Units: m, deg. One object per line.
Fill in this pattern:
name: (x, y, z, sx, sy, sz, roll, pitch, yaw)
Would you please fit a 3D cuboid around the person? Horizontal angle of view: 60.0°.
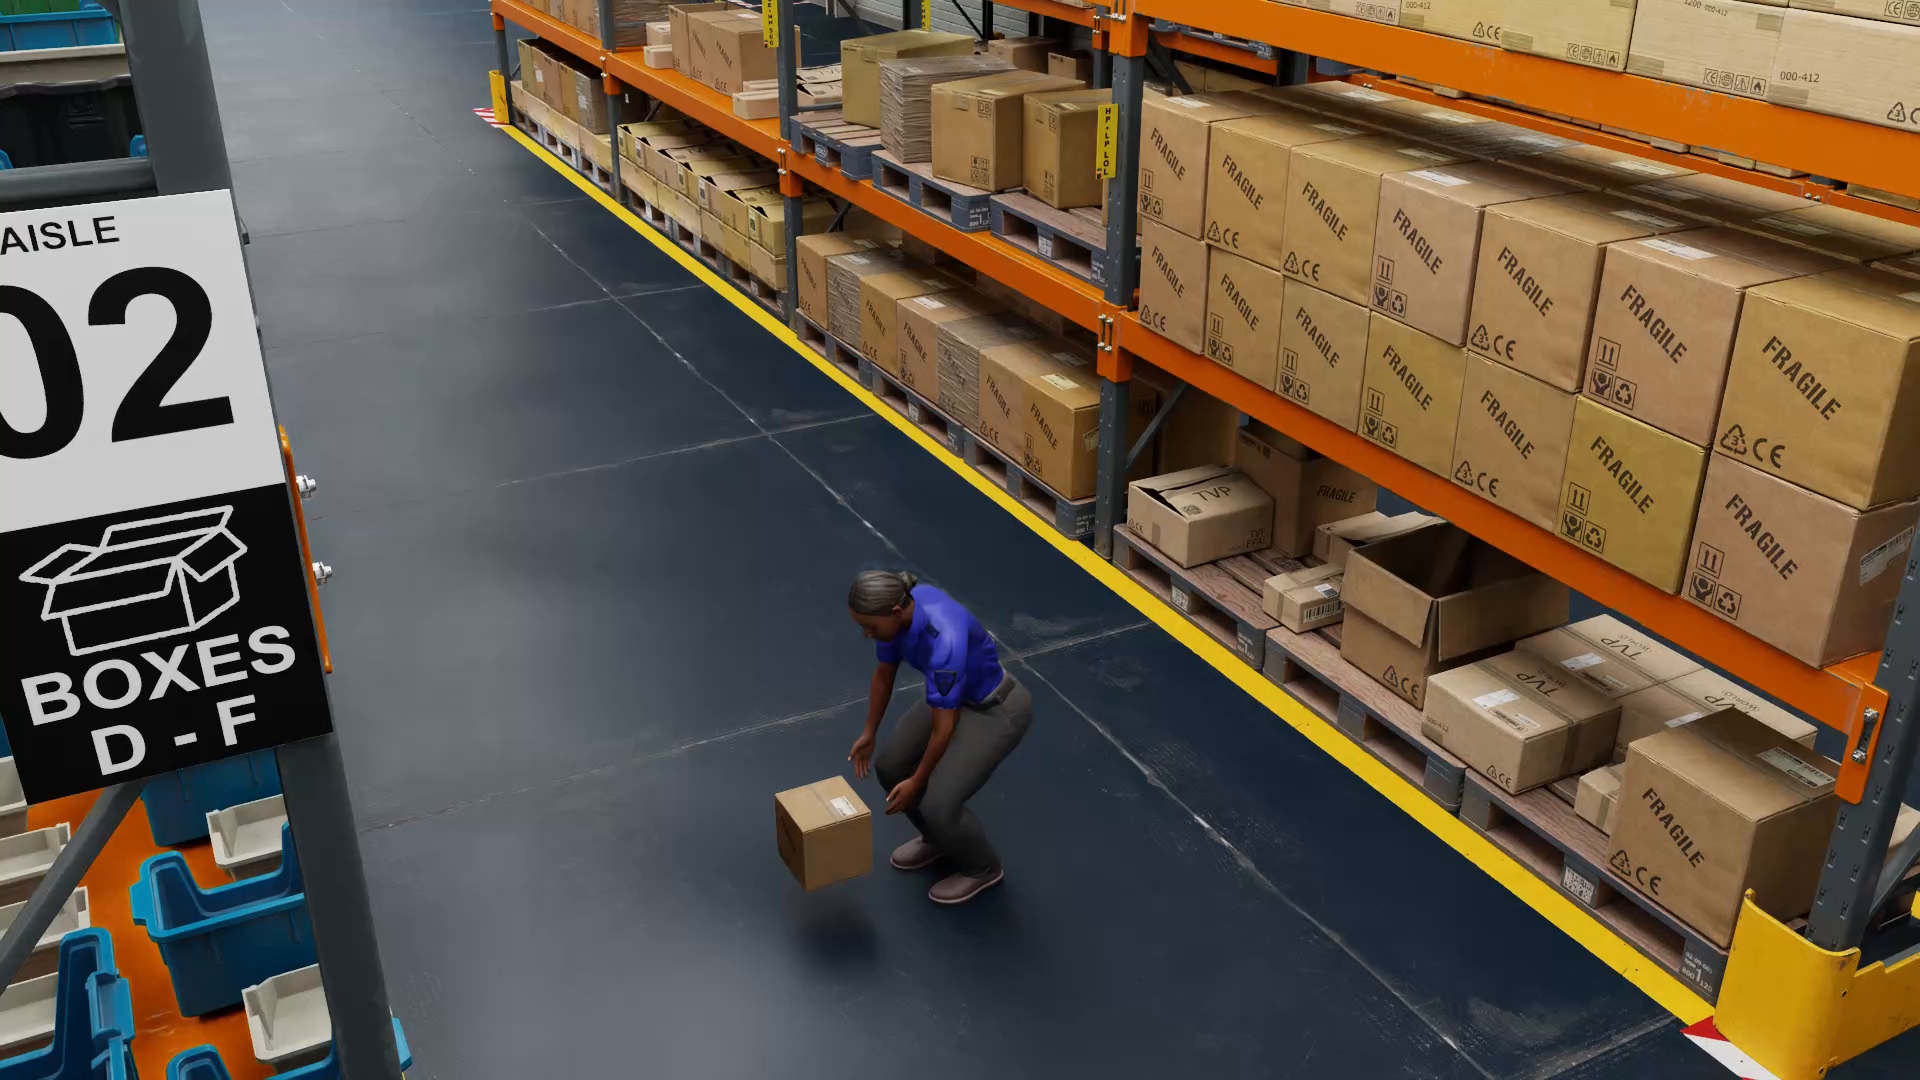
person: (-0.062, 0.641, 5.698, 0.667, 1.308, 0.497, -13, 29, -25)
